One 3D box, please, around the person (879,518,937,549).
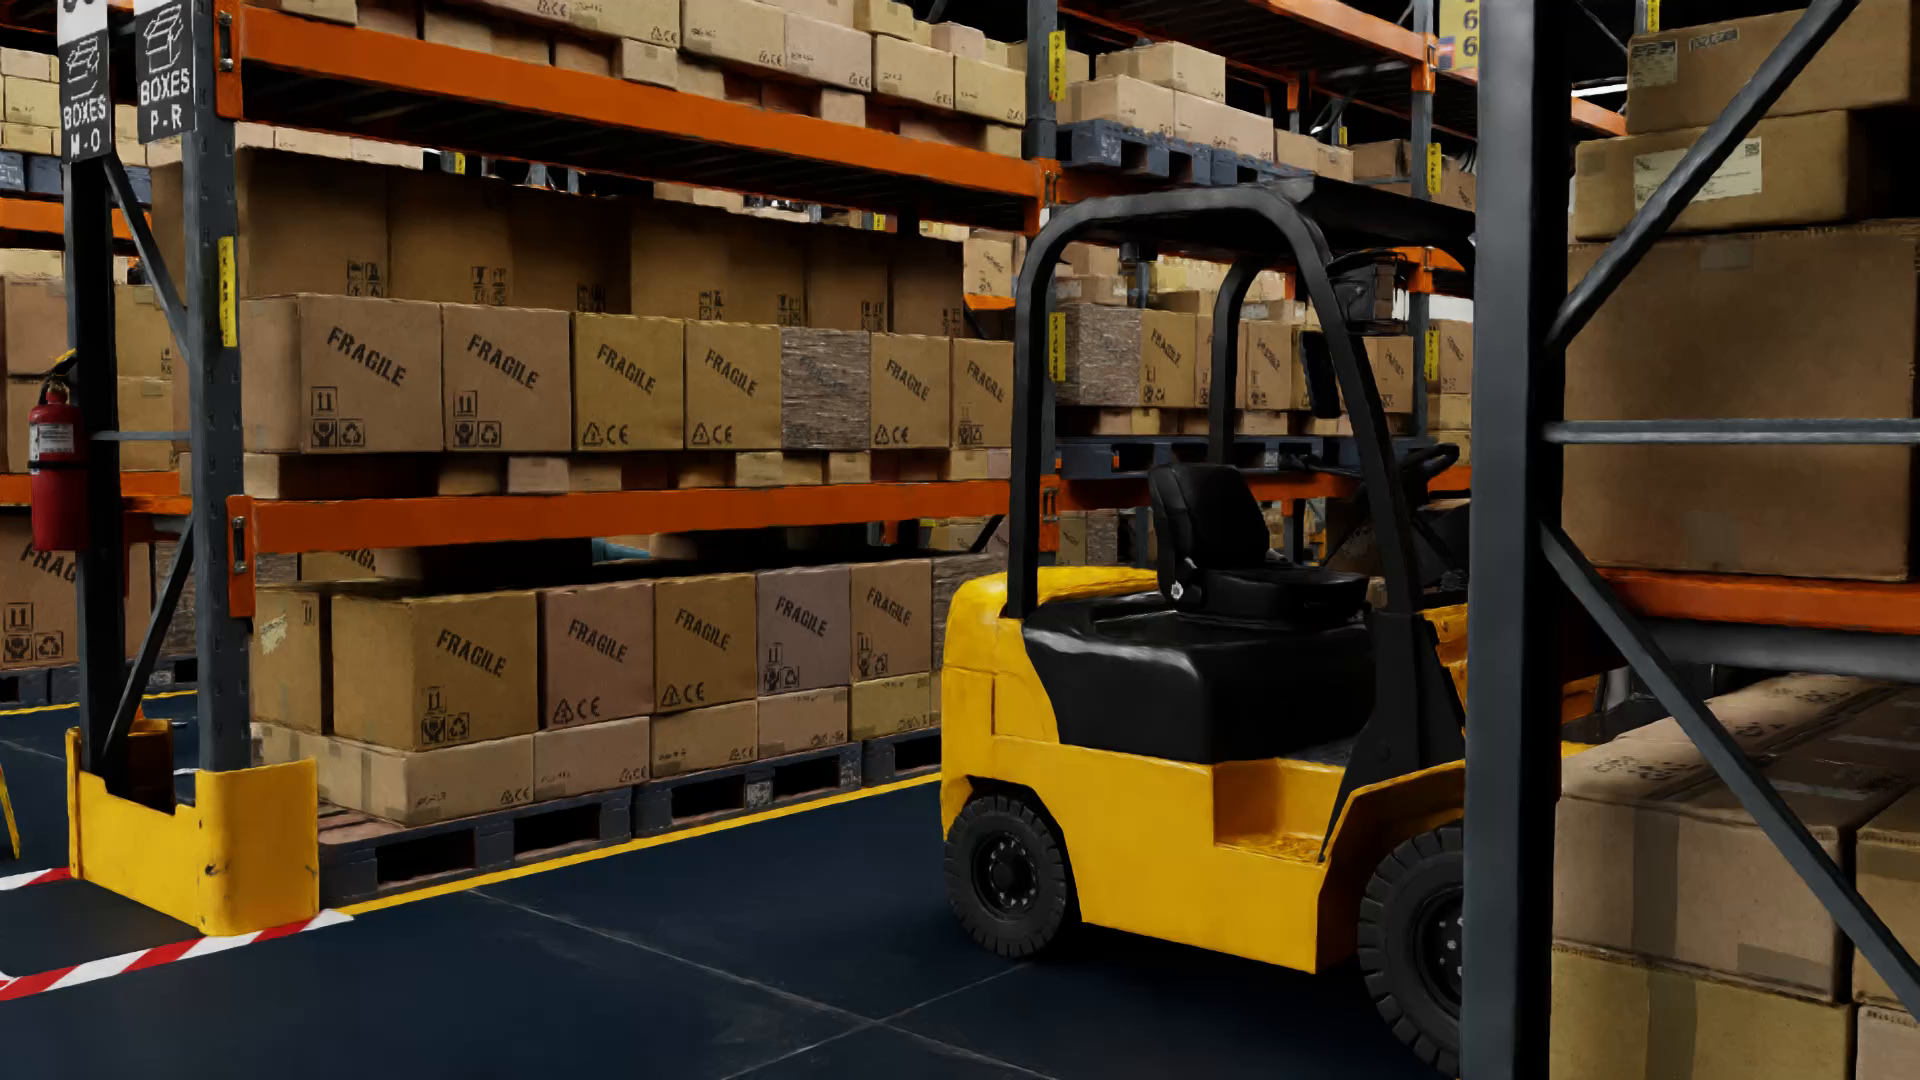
[{"bbox_3d":[-0.332,-0.061,11.140,0.513,1.752,0.613,-1,4,-17],"label":"person"}]
